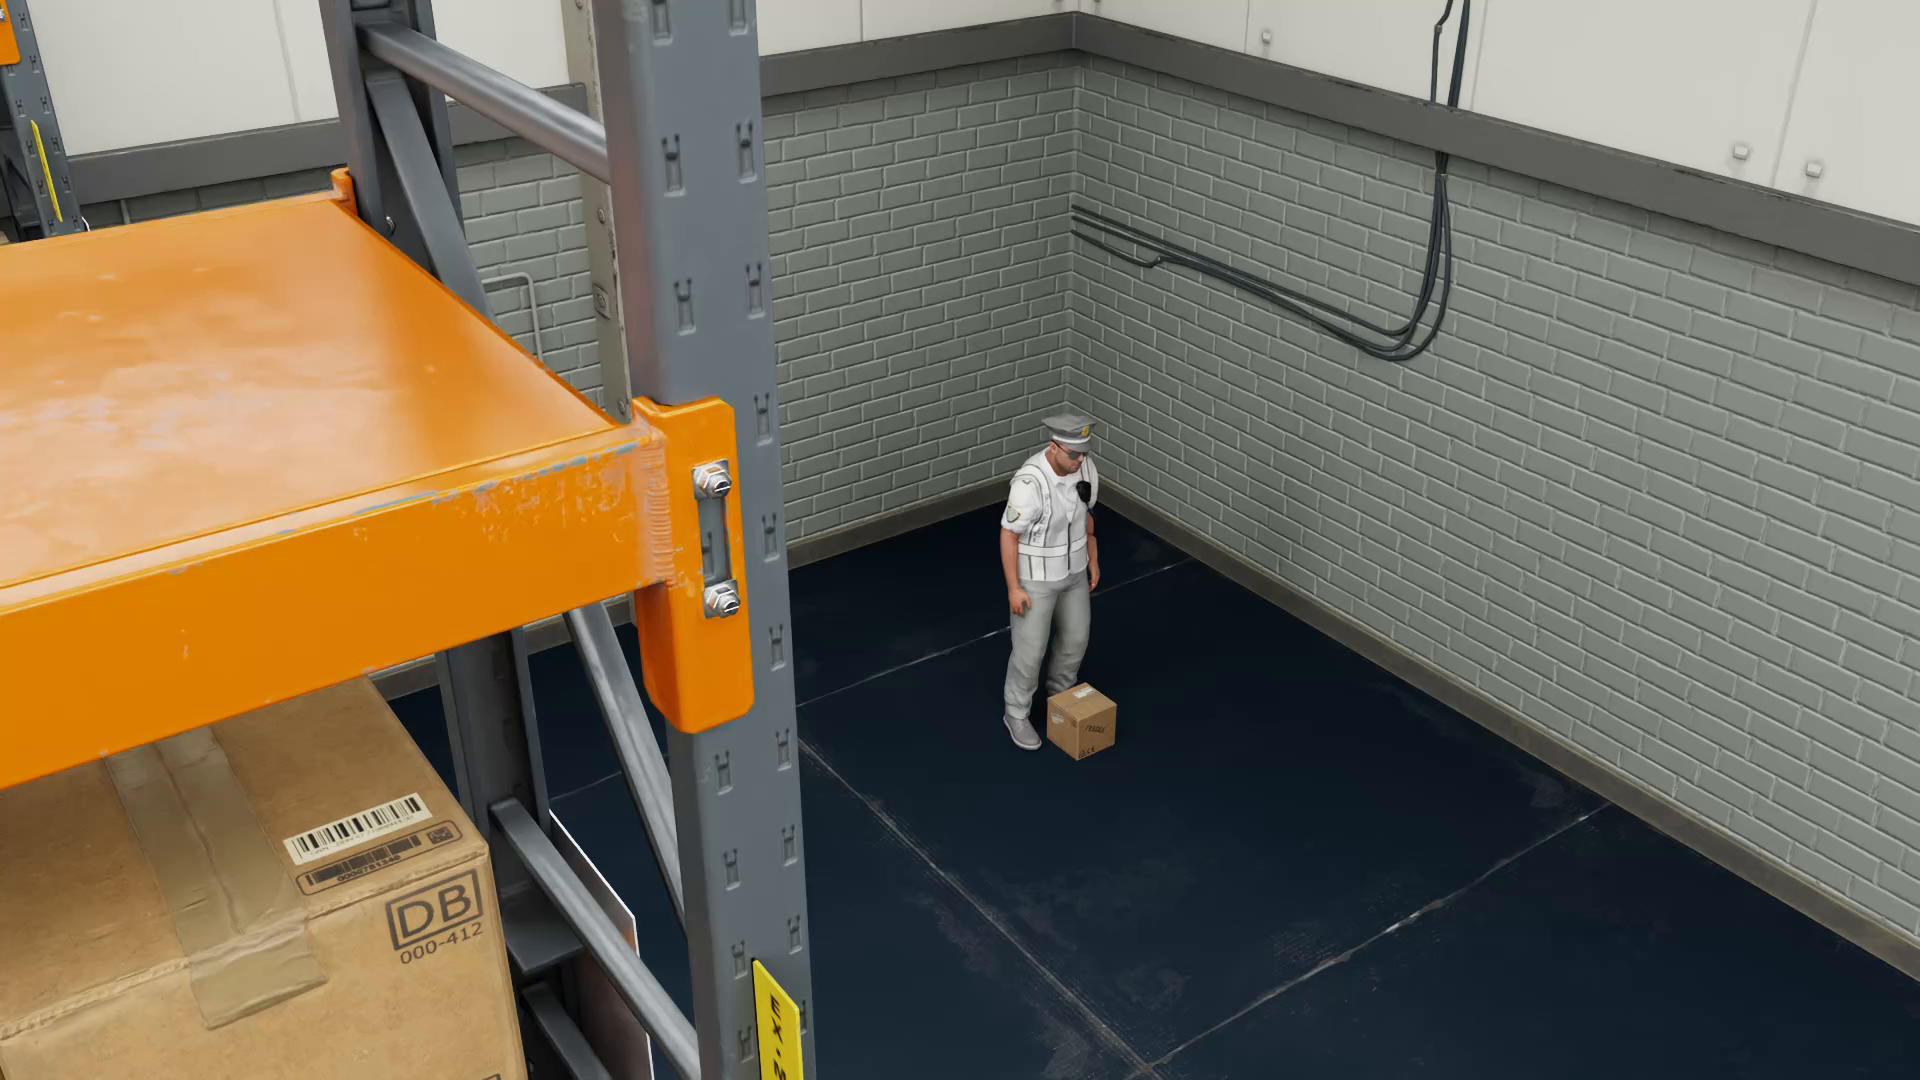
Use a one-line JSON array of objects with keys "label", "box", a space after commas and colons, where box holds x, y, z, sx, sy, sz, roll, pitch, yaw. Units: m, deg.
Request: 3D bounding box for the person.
[{"label": "person", "box": [0.449, 0.163, 8.318, 0.585, 1.744, 0.440, -20, 34, -32]}]
